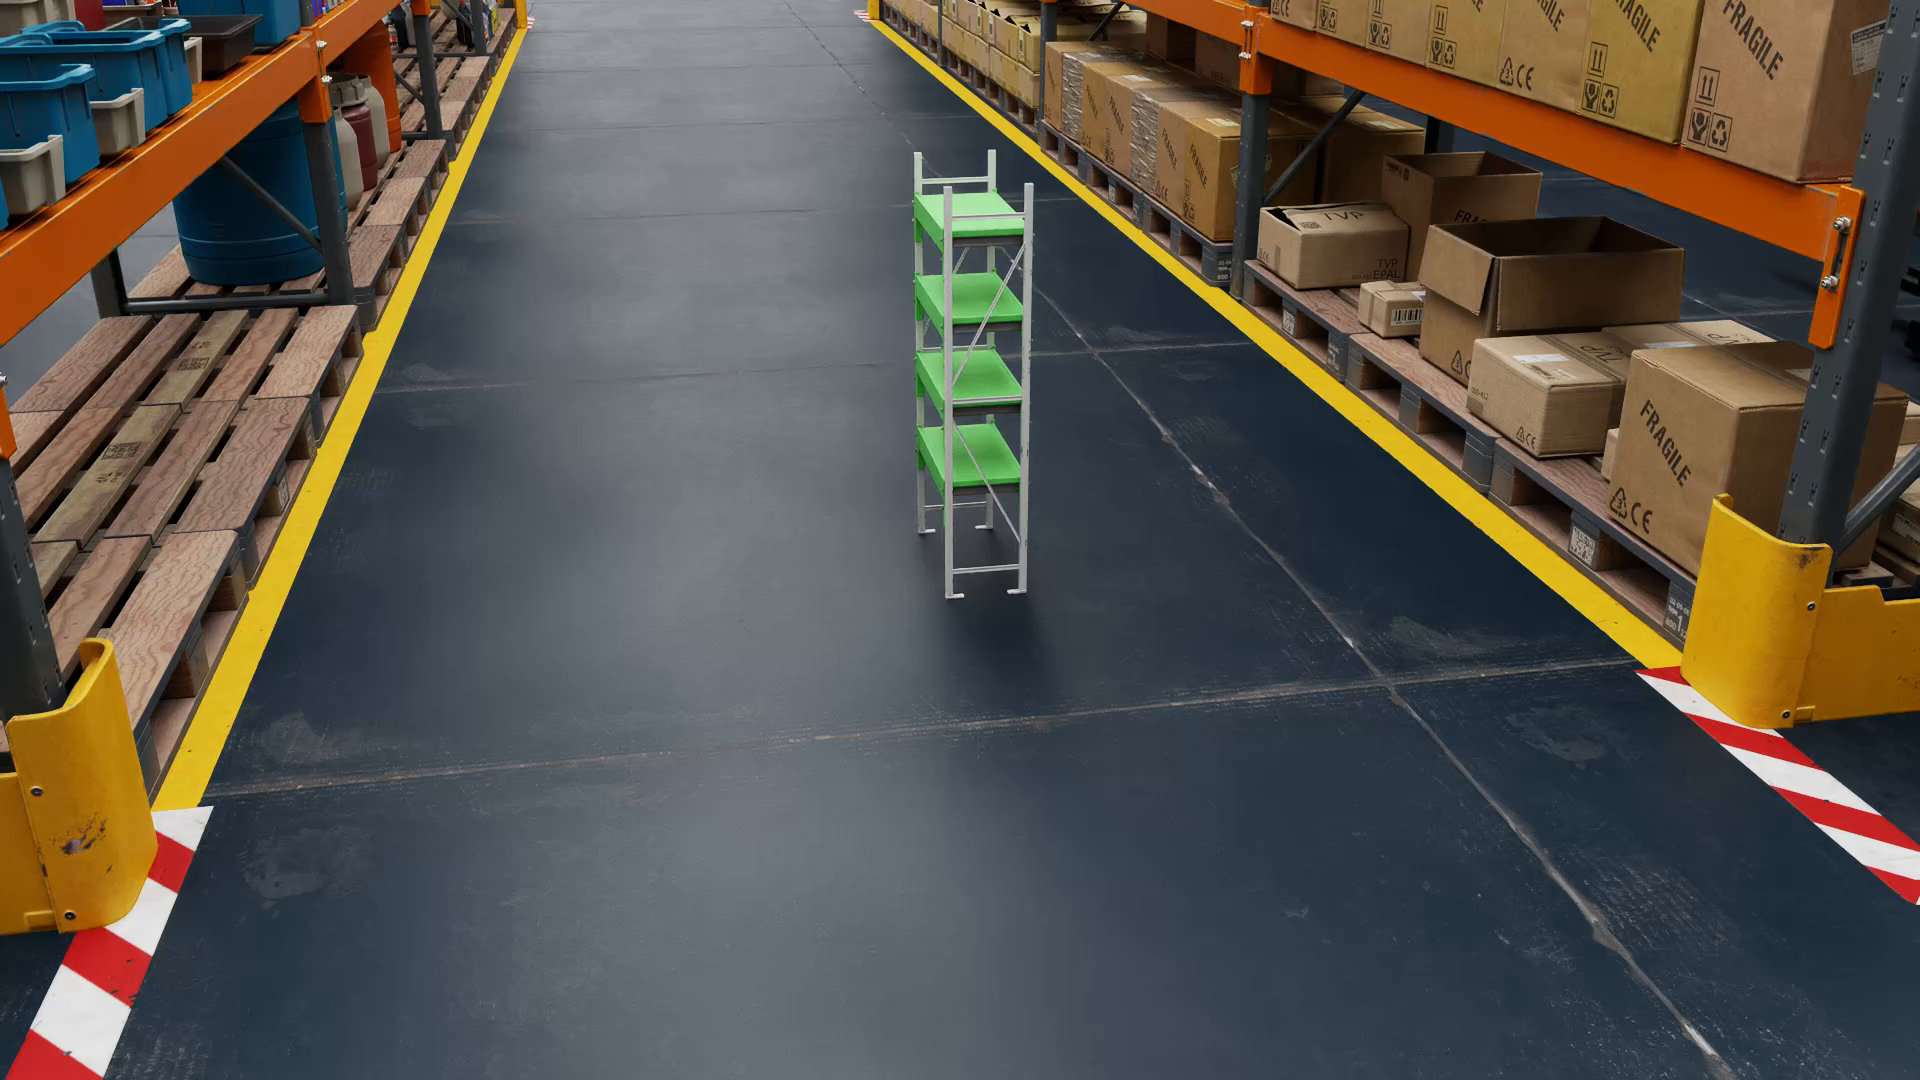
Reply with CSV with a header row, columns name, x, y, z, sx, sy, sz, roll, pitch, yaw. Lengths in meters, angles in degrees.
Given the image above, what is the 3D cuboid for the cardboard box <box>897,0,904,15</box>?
name,x,y,z,sx,sy,sz,roll,pitch,yaw
cardboard box,-0.367,-5.582,17.193,0.500,0.250,0.500,-4,24,-10

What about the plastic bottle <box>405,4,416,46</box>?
name,x,y,z,sx,sy,sz,roll,pitch,yaw
plastic bottle,-4.825,-4.562,14.707,0.144,0.351,0.185,-4,24,-10

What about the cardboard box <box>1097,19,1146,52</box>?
name,x,y,z,sx,sy,sz,roll,pitch,yaw
cardboard box,1.235,-3.540,11.818,0.500,0.311,0.500,-4,24,-8

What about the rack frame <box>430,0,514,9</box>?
name,x,y,z,sx,sy,sz,roll,pitch,yaw
rack frame,-5.304,-6.905,17.311,1.000,3.000,0.127,-4,24,-10

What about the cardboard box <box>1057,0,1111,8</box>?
name,x,y,z,sx,sy,sz,roll,pitch,yaw
cardboard box,0.942,-4.149,13.212,0.500,0.311,0.500,-5,24,-10

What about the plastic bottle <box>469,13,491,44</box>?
name,x,y,z,sx,sy,sz,roll,pitch,yaw
plastic bottle,-4.279,-4.568,14.814,0.152,0.276,0.135,-3,24,-8

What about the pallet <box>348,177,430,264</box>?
name,x,y,z,sx,sy,sz,roll,pitch,yaw
pallet,-3.416,-1.694,8.865,1.003,0.211,1.213,-4,24,-10

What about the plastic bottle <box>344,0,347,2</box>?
name,x,y,z,sx,sy,sz,roll,pitch,yaw
plastic bottle,-2.898,-2.656,7.730,0.061,0.283,0.133,-4,24,-10

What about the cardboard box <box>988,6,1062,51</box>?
name,x,y,z,sx,sy,sz,roll,pitch,yaw
cardboard box,0.512,-3.903,12.648,0.500,0.311,0.500,-4,24,-10

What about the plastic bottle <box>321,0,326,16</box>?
name,x,y,z,sx,sy,sz,roll,pitch,yaw
plastic bottle,-2.798,-2.366,7.167,0.097,0.201,0.097,0,24,0

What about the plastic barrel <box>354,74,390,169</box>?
name,x,y,z,sx,sy,sz,roll,pitch,yaw
plastic barrel,-3.525,-2.404,9.589,0.421,0.512,0.421,0,24,0

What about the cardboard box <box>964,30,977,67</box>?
name,x,y,z,sx,sy,sz,roll,pitch,yaw
cardboard box,0.327,-4.047,13.679,0.500,0.250,0.500,-5,24,-11

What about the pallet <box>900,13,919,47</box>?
name,x,y,z,sx,sy,sz,roll,pitch,yaw
pallet,-0.031,-5.215,16.927,1.003,0.211,1.213,-4,24,-10

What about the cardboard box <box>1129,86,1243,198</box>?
name,x,y,z,sx,sy,sz,roll,pitch,yaw
cardboard box,1.235,-2.171,9.046,0.500,0.500,0.500,-4,24,-9

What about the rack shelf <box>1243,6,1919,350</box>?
name,x,y,z,sx,sy,sz,roll,pitch,yaw
rack shelf,2.153,-1.433,5.683,1.077,0.370,4.000,-4,24,-10

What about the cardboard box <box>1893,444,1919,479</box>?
name,x,y,z,sx,sy,sz,roll,pitch,yaw
cardboard box,2.737,-0.168,4.877,0.380,0.166,0.250,-4,24,-10

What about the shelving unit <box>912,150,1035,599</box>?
name,x,y,z,sx,sy,sz,roll,pitch,yaw
shelving unit,0.031,-0.485,4.861,0.258,1.200,0.503,-4,24,-10

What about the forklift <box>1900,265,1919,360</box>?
name,x,y,z,sx,sy,sz,roll,pitch,yaw
forklift,4.586,-2.011,6.191,1.130,2.935,3.031,-3,24,-6

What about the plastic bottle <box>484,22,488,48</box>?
name,x,y,z,sx,sy,sz,roll,pitch,yaw
plastic bottle,-4.193,-4.440,14.528,0.097,0.271,0.097,0,24,0

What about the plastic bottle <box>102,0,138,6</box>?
name,x,y,z,sx,sy,sz,roll,pitch,yaw
plastic bottle,-3.476,-2.259,6.829,0.152,0.276,0.135,-4,24,-10

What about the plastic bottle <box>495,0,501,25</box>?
name,x,y,z,sx,sy,sz,roll,pitch,yaw
plastic bottle,-4.494,-5.127,16.085,0.061,0.283,0.133,-4,24,-8

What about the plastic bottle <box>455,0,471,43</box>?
name,x,y,z,sx,sy,sz,roll,pitch,yaw
plastic bottle,-4.448,-4.656,14.924,0.144,0.351,0.185,-4,24,-10

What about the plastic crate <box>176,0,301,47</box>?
name,x,y,z,sx,sy,sz,roll,pitch,yaw
plastic crate,-2.664,-2.046,6.132,0.392,0.384,0.575,-4,24,-10

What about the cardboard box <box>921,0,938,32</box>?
name,x,y,z,sx,sy,sz,roll,pitch,yaw
cardboard box,-0.079,-4.992,15.844,0.500,0.250,0.500,-4,24,-10

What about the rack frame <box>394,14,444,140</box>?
name,x,y,z,sx,sy,sz,roll,pitch,yaw
rack frame,-3.825,-3.758,10.106,1.000,3.000,0.127,-4,24,-10

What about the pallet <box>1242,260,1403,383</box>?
name,x,y,z,sx,sy,sz,roll,pitch,yaw
pallet,1.909,-1.001,7.279,1.003,0.211,1.213,-4,24,-10

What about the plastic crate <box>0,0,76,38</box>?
name,x,y,z,sx,sy,sz,roll,pitch,yaw
plastic crate,-2.984,-1.543,5.109,0.437,0.282,0.530,-4,24,-10

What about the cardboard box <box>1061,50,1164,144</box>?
name,x,y,z,sx,sy,sz,roll,pitch,yaw
cardboard box,0.949,-2.773,10.426,0.500,0.500,0.500,-5,24,-12

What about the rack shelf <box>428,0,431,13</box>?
name,x,y,z,sx,sy,sz,roll,pitch,yaw
rack shelf,-4.195,-4.215,12.052,1.077,0.370,4.000,-4,24,-10

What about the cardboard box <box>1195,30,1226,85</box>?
name,x,y,z,sx,sy,sz,roll,pitch,yaw
cardboard box,1.655,-2.748,9.431,0.500,0.250,0.500,-5,24,-11

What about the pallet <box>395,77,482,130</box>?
name,x,y,z,sx,sy,sz,roll,pitch,yaw
pallet,-4.152,-3.266,12.465,1.003,0.211,1.213,-4,24,-10

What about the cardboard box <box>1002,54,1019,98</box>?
name,x,y,z,sx,sy,sz,roll,pitch,yaw
cardboard box,0.608,-3.447,12.305,0.500,0.250,0.500,-5,24,-10

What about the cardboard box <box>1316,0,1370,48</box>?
name,x,y,z,sx,sy,sz,roll,pitch,yaw
cardboard box,1.708,-2.174,6.354,0.500,0.500,0.500,-4,24,-9

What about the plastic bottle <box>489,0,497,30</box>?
name,x,y,z,sx,sy,sz,roll,pitch,yaw
plastic bottle,-4.454,-4.982,15.669,0.144,0.351,0.185,-3,24,-8

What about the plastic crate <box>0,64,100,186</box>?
name,x,y,z,sx,sy,sz,roll,pitch,yaw
plastic crate,-2.189,-0.942,3.794,0.416,0.233,0.300,-4,24,-10

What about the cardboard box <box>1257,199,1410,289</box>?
name,x,y,z,sx,sy,sz,roll,pitch,yaw
cardboard box,1.648,-1.338,7.375,0.500,0.311,0.500,-4,24,-10

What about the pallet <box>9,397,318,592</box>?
name,x,y,z,sx,sy,sz,roll,pitch,yaw
pallet,-2.682,-0.139,5.305,1.003,0.211,1.213,-4,24,-10

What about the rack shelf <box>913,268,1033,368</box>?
name,x,y,z,sx,sy,sz,roll,pitch,yaw
rack shelf,0.031,-0.646,4.790,0.258,0.148,0.480,-4,24,-10

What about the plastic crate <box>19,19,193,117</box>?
name,x,y,z,sx,sy,sz,roll,pitch,yaw
plastic crate,-2.367,-1.319,4.657,0.416,0.233,0.300,-4,24,-10

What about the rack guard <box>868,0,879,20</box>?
name,x,y,z,sx,sy,sz,roll,pitch,yaw
rack guard,-0.440,-6.134,18.669,1.175,0.500,0.348,-4,24,-10

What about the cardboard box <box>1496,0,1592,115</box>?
name,x,y,z,sx,sy,sz,roll,pitch,yaw
cardboard box,1.986,-1.579,4.992,0.500,0.500,0.500,-4,24,-9

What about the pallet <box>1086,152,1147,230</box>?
name,x,y,z,sx,sy,sz,roll,pitch,yaw
pallet,1.367,-2.070,9.725,1.003,0.211,1.213,-4,24,-10

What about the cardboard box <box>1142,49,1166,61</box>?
name,x,y,z,sx,sy,sz,roll,pitch,yaw
cardboard box,1.447,-2.829,10.552,0.500,0.500,0.500,-3,24,-8

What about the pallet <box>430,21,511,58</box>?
name,x,y,z,sx,sy,sz,roll,pitch,yaw
pallet,-4.877,-4.801,15.980,1.003,0.211,1.213,-4,24,-10

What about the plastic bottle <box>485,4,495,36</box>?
name,x,y,z,sx,sy,sz,roll,pitch,yaw
plastic bottle,-4.331,-4.778,15.287,0.061,0.283,0.133,-3,24,-7

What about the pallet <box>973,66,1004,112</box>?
name,x,y,z,sx,sy,sz,roll,pitch,yaw
pallet,0.708,-3.651,13.345,1.003,0.211,1.213,-4,24,-10

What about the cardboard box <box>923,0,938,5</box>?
name,x,y,z,sx,sy,sz,roll,pitch,yaw
cardboard box,-0.078,-5.336,15.694,0.500,0.500,0.500,-4,24,-10

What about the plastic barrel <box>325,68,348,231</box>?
name,x,y,z,sx,sy,sz,roll,pitch,yaw
plastic barrel,-3.300,-1.909,7.970,0.600,0.901,0.708,-4,24,-10

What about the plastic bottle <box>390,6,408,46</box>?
name,x,y,z,sx,sy,sz,roll,pitch,yaw
plastic bottle,-4.967,-4.551,14.682,0.144,0.351,0.185,-5,24,-11

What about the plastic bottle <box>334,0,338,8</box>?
name,x,y,z,sx,sy,sz,roll,pitch,yaw
plastic bottle,-2.859,-2.527,7.450,0.097,0.271,0.097,0,24,0

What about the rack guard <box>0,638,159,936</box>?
name,x,y,z,sx,sy,sz,roll,pitch,yaw
rack guard,-2.328,0.543,3.382,1.175,0.500,0.348,-4,24,-10

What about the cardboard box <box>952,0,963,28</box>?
name,x,y,z,sx,sy,sz,roll,pitch,yaw
cardboard box,0.223,-4.507,14.033,0.500,0.311,0.500,-5,24,-10

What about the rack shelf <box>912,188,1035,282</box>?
name,x,y,z,sx,sy,sz,roll,pitch,yaw
rack shelf,0.031,-0.866,4.694,0.258,0.148,0.480,-4,24,-10

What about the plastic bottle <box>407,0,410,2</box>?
name,x,y,z,sx,sy,sz,roll,pitch,yaw
plastic bottle,-5.212,-4.985,15.775,0.097,0.271,0.097,0,24,0

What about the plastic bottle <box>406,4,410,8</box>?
name,x,y,z,sx,sy,sz,roll,pitch,yaw
plastic bottle,-5.088,-4.783,15.308,0.152,0.276,0.135,-4,24,-9

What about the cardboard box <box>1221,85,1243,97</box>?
name,x,y,z,sx,sy,sz,roll,pitch,yaw
cardboard box,1.739,-2.220,9.159,0.500,0.500,0.500,-4,24,-9

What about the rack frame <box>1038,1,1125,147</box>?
name,x,y,z,sx,sy,sz,roll,pitch,yaw
rack frame,1.044,-4.123,10.942,1.000,3.000,0.127,-4,24,-10

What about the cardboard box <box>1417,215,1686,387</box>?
name,x,y,z,sx,sy,sz,roll,pitch,yaw
cardboard box,2.136,-0.869,6.060,0.797,0.503,0.637,-4,24,-10

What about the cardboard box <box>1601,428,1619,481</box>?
name,x,y,z,sx,sy,sz,roll,pitch,yaw
cardboard box,2.194,-0.241,5.045,0.380,0.166,0.250,-4,24,-10
